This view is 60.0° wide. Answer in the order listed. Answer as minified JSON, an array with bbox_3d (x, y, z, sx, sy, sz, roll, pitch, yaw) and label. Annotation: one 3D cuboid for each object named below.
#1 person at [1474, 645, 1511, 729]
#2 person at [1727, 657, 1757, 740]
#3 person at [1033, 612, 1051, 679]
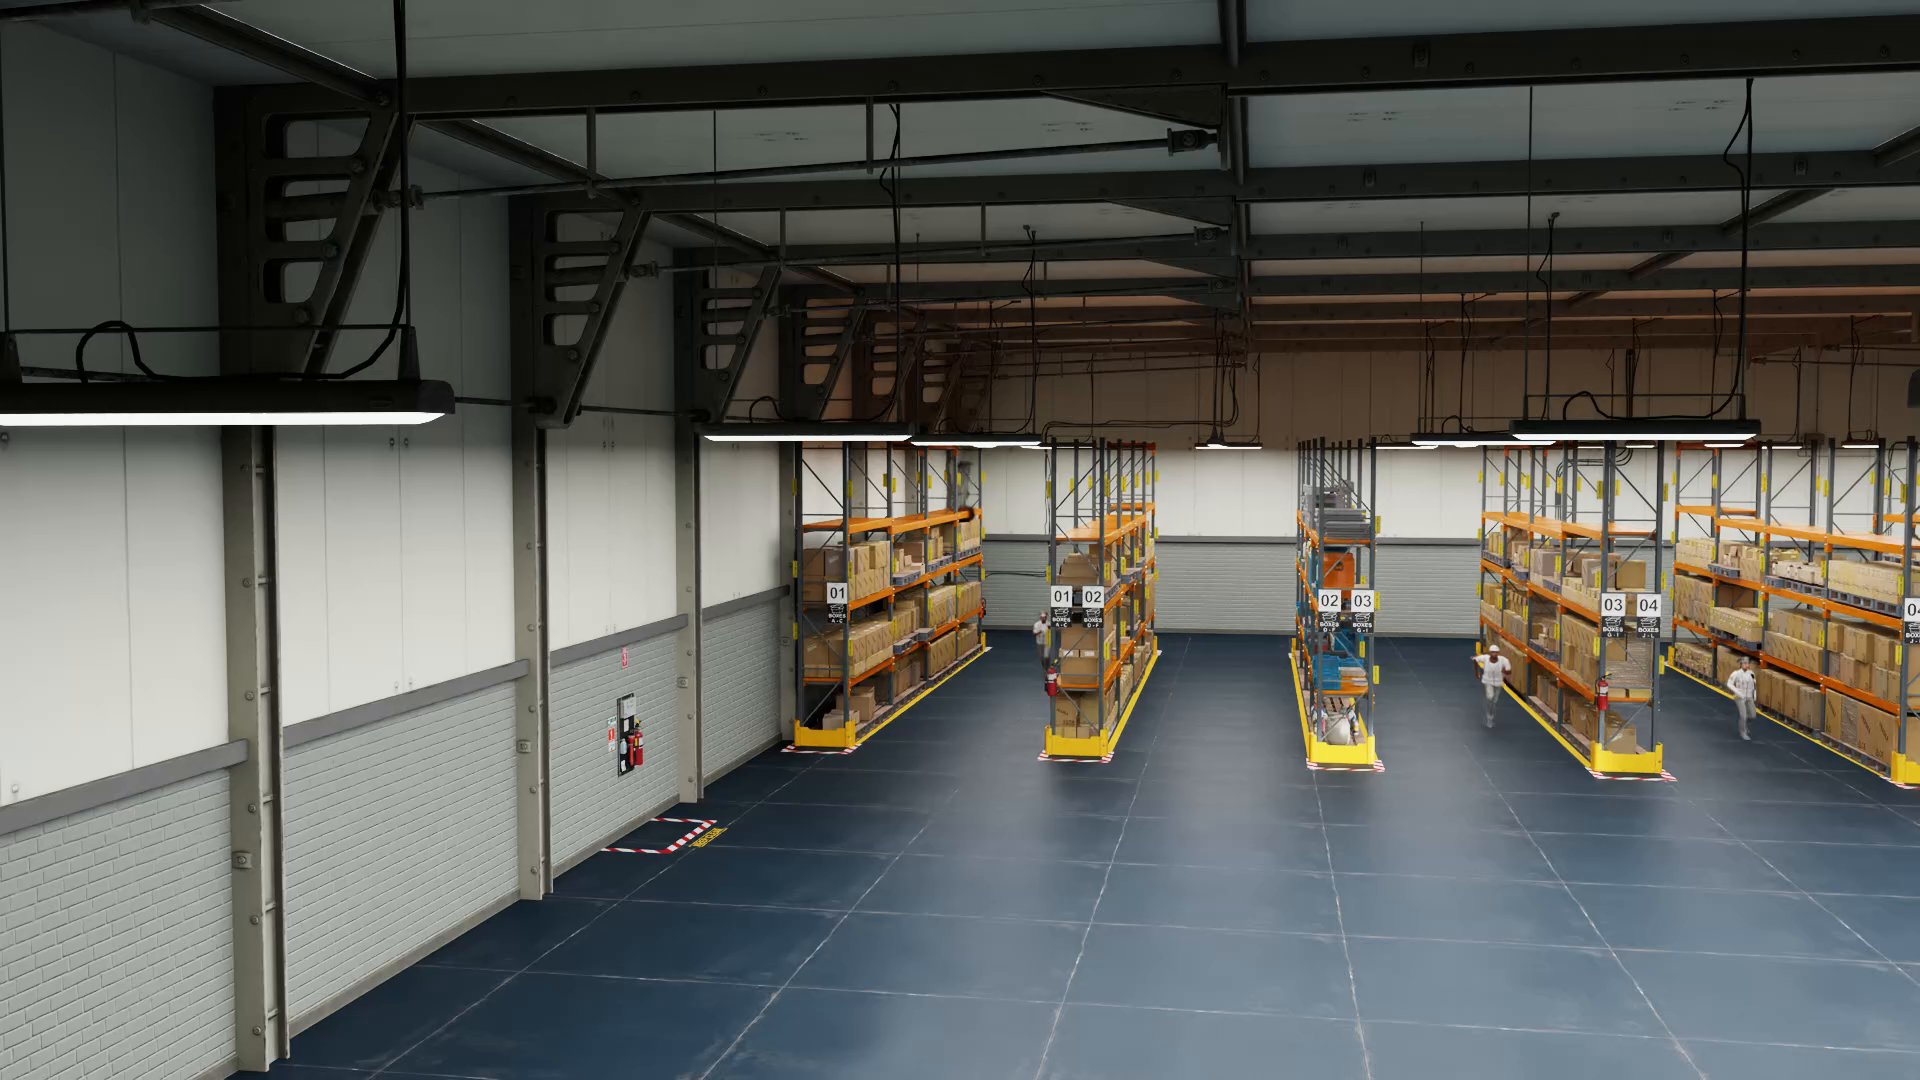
[{"bbox_3d":[11.085,3.030,34.631,0.686,1.749,0.941,0,3,5],"label":"person"},{"bbox_3d":[15.629,3.144,33.190,0.641,1.667,0.540,0,3,-1],"label":"person"},{"bbox_3d":[2.138,2.669,42.180,0.559,1.754,0.842,1,3,11],"label":"person"}]
